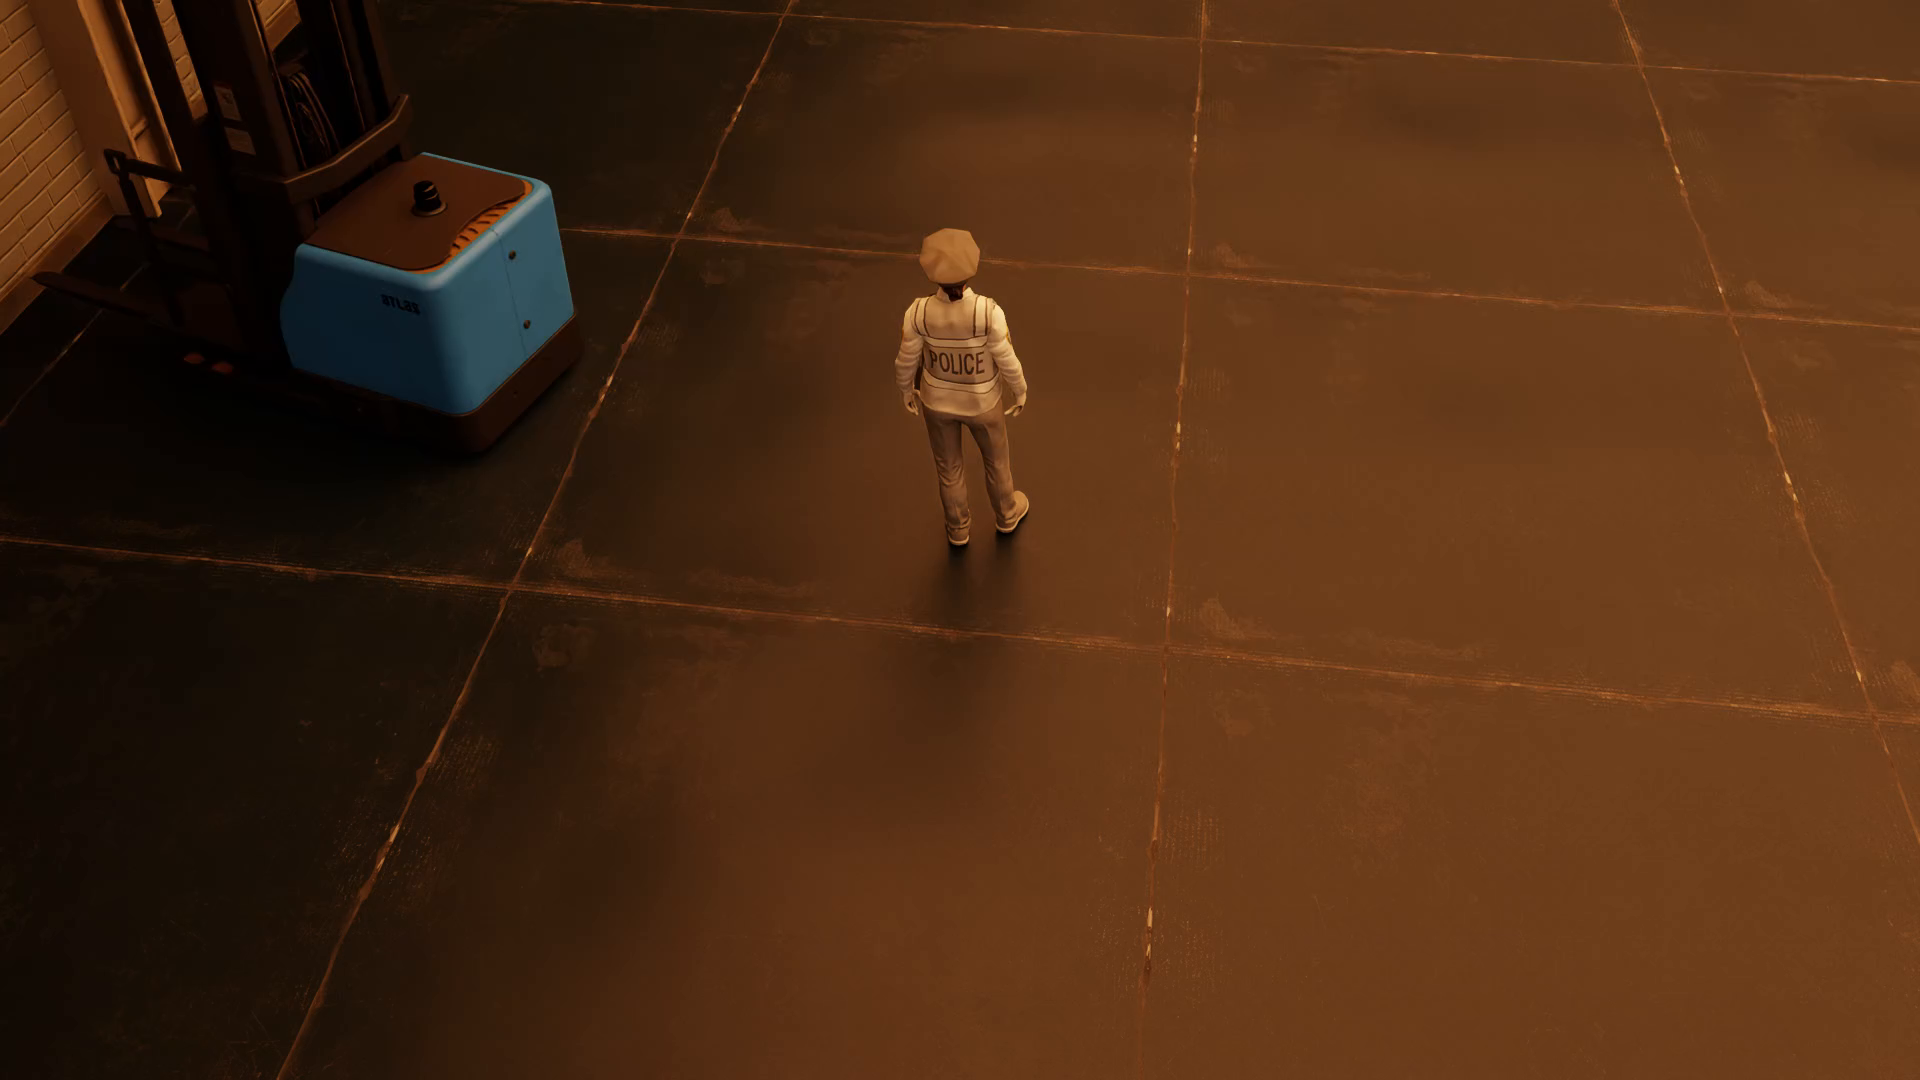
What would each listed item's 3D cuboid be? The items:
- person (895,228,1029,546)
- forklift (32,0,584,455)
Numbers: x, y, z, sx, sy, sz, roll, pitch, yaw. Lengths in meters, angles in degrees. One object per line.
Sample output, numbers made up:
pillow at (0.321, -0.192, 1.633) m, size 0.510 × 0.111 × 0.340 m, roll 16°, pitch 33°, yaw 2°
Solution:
person at (0.015, -0.675, 7.362) m, size 0.587 × 1.695 × 0.531 m, roll 5°, pitch 43°, yaw 6°
forklift at (-3.576, -2.159, 8.074) m, size 3.031 × 2.935 × 1.130 m, roll 16°, pitch 45°, yaw 17°
